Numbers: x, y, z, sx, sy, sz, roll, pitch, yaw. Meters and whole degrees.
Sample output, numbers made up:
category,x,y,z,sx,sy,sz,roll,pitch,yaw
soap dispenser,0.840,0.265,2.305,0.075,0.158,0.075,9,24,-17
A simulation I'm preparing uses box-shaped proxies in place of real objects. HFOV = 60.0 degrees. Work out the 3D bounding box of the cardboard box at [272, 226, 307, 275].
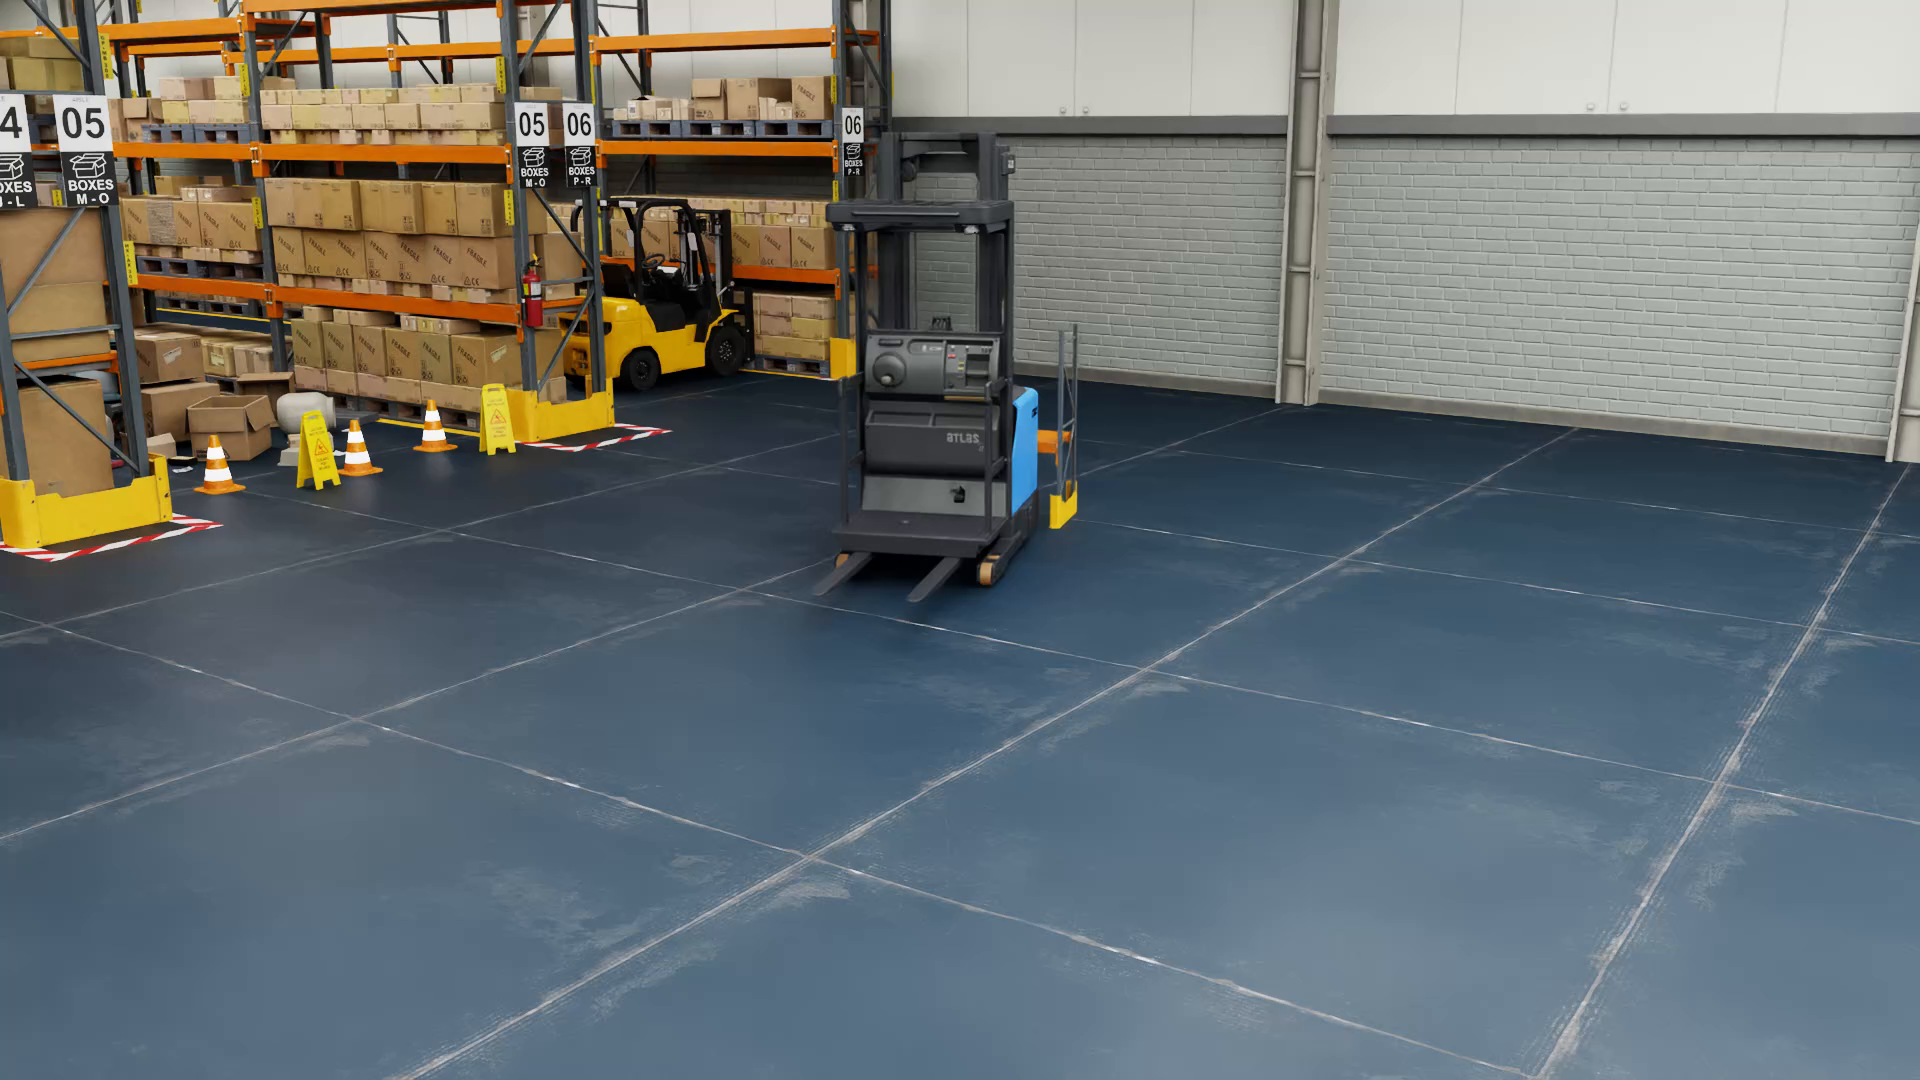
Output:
category,x,y,z,sx,sy,sz,roll,pitch,yaw
cardboard box,-7.032,-3.142,17.947,0.500,0.500,0.500,9,17,33

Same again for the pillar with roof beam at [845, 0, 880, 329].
category,x,y,z,sx,sy,sz,roll,pitch,yaw
pillar with roof beam,-3.633,-5.845,17.206,0.400,9.000,9.100,9,17,33

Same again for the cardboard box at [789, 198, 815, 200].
category,x,y,z,sx,sy,sz,roll,pitch,yaw
cardboard box,-1.937,-4.224,20.966,0.250,0.149,0.380,9,17,33

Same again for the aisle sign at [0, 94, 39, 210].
category,x,y,z,sx,sy,sz,roll,pitch,yaw
aisle sign,-6.710,-2.720,11.657,0.004,0.787,0.394,9,17,33

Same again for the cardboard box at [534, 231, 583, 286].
category,x,y,z,sx,sy,sz,roll,pitch,yaw
cardboard box,-4.161,-2.839,16.723,0.500,0.500,0.500,9,16,32

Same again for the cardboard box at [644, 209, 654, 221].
category,x,y,z,sx,sy,sz,roll,pitch,yaw
cardboard box,-3.909,-4.259,21.726,0.250,0.149,0.380,9,17,33

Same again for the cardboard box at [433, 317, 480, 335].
category,x,y,z,sx,sy,sz,roll,pitch,yaw
cardboard box,-5.075,-2.167,16.772,0.250,0.149,0.380,10,17,34

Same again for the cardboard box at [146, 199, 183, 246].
category,x,y,z,sx,sy,sz,roll,pitch,yaw
cardboard box,-9.025,-3.684,19.261,0.500,0.500,0.500,8,16,31

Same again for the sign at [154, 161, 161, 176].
category,x,y,z,sx,sy,sz,roll,pitch,yaw
sign,-14.106,-6.487,29.218,0.005,0.325,0.100,9,17,33

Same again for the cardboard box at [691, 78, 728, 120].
category,x,y,z,sx,sy,sz,roll,pitch,yaw
cardboard box,-2.917,-5.530,20.883,0.637,0.503,0.797,10,17,35

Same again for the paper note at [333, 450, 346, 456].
category,x,y,z,sx,sy,sz,roll,pitch,yaw
paper note,-5.818,-0.816,15.557,0.142,0.019,0.148,3,14,14

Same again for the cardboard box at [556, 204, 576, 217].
category,x,y,z,sx,sy,sz,roll,pitch,yaw
cardboard box,-5.280,-4.493,22.675,0.250,0.149,0.380,9,17,33

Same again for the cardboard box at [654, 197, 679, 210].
category,x,y,z,sx,sy,sz,roll,pitch,yaw
cardboard box,-3.735,-4.356,21.499,0.250,0.149,0.380,10,17,34

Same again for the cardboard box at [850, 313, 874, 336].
category,x,y,z,sx,sy,sz,roll,pitch,yaw
cardboard box,-1.430,-2.734,20.933,0.500,0.250,0.500,10,17,34

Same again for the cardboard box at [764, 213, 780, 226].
category,x,y,z,sx,sy,sz,roll,pitch,yaw
cardboard box,-2.209,-3.983,20.611,0.250,0.149,0.380,9,17,32

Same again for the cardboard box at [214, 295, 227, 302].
category,x,y,z,sx,sy,sz,roll,pitch,yaw
cardboard box,-12.035,-4.068,27.329,0.258,0.266,0.396,10,17,35

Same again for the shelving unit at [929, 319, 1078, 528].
category,x,y,z,sx,sy,sz,roll,pitch,yaw
shelving unit,0.332,-0.924,12.936,1.083,1.500,0.587,4,15,17

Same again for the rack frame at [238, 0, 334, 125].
category,x,y,z,sx,sy,sz,roll,pitch,yaw
rack frame,-7.242,-5.976,17.737,0.127,3.000,1.000,9,17,33

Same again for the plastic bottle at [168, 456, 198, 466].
category,x,y,z,sx,sy,sz,roll,pitch,yaw
plastic bottle,-7.085,-0.718,15.095,0.283,0.061,0.133,3,14,14

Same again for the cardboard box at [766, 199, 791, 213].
category,x,y,z,sx,sy,sz,roll,pitch,yaw
cardboard box,-2.190,-4.136,20.613,0.250,0.149,0.380,9,17,33

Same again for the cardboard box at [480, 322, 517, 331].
category,x,y,z,sx,sy,sz,roll,pitch,yaw
cardboard box,-4.894,-1.996,17.433,0.500,0.500,0.500,8,16,31

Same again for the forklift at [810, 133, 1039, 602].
category,x,y,z,sx,sy,sz,roll,pitch,yaw
forklift,-0.235,-1.213,11.122,1.130,2.935,3.031,3,14,13

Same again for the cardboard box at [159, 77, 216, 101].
category,x,y,z,sx,sy,sz,roll,pitch,yaw
cardboard box,-8.653,-5.078,18.752,0.500,0.250,0.500,10,17,34

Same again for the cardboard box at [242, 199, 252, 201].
category,x,y,z,sx,sy,sz,roll,pitch,yaw
cardboard box,-8.289,-3.717,19.395,0.500,0.500,0.500,9,17,32

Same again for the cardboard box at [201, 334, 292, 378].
category,x,y,z,sx,sy,sz,roll,pitch,yaw
cardboard box,-8.277,-2.158,19.392,0.625,0.372,0.950,10,17,36

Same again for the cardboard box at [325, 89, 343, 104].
category,x,y,z,sx,sy,sz,roll,pitch,yaw
cardboard box,-6.279,-4.548,17.073,0.250,0.149,0.380,9,16,31

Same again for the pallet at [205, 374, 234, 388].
category,x,y,z,sx,sy,sz,roll,pitch,yaw
pallet,-8.905,-1.978,19.874,1.213,0.211,1.003,9,17,33

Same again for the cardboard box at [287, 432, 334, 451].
category,x,y,z,sx,sy,sz,roll,pitch,yaw
cardboard box,-6.137,-0.917,15.716,0.380,0.149,0.250,-7,15,-25

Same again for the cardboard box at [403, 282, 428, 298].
category,x,y,z,sx,sy,sz,roll,pitch,yaw
cardboard box,-5.453,-2.571,16.988,0.250,0.149,0.380,9,17,32

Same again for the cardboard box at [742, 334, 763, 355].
category,x,y,z,sx,sy,sz,roll,pitch,yaw
cardboard box,-2.539,-2.524,21.127,0.500,0.250,0.500,9,17,33

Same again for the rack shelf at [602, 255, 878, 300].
category,x,y,z,sx,sy,sz,roll,pitch,yaw
rack shelf,-2.815,-3.437,21.461,4.000,0.370,1.077,9,17,33

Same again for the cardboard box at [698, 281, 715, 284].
category,x,y,z,sx,sy,sz,roll,pitch,yaw
cardboard box,-3.530,-3.316,22.245,0.500,0.250,0.500,9,16,32

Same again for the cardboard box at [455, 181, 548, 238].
category,x,y,z,sx,sy,sz,roll,pitch,yaw
cardboard box,-4.468,-3.231,16.224,0.500,0.500,0.700,9,16,31

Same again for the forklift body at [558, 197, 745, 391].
category,x,y,z,sx,sy,sz,roll,pitch,yaw
forklift body,-3.747,-2.996,19.951,1.214,2.155,2.313,9,17,33

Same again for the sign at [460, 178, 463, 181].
category,x,y,z,sx,sy,sz,roll,pitch,yaw
sign,-7.487,-5.264,24.935,0.005,0.325,0.100,9,17,33

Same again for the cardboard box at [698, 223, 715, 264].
category,x,y,z,sx,sy,sz,roll,pitch,yaw
cardboard box,-2.984,-3.785,21.164,0.500,0.500,0.500,9,17,33

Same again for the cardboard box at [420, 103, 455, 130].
category,x,y,z,sx,sy,sz,roll,pitch,yaw
cardboard box,-4.907,-4.140,16.258,0.500,0.250,0.500,9,16,32

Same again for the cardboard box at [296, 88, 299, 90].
category,x,y,z,sx,sy,sz,roll,pitch,yaw
cardboard box,-10.583,-7.003,26.087,0.258,0.266,0.396,9,17,33

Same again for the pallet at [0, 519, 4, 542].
category,x,y,z,sx,sy,sz,roll,pitch,yaw
pallet,-7.309,-0.265,12.955,1.213,0.211,1.003,9,17,33

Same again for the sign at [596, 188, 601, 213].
category,x,y,z,sx,sy,sz,roll,pitch,yaw
sign,-4.769,-4.468,21.886,0.005,0.325,0.100,9,17,33

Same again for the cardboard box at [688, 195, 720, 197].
category,x,y,z,sx,sy,sz,roll,pitch,yaw
cardboard box,-3.386,-4.484,22.016,0.250,0.149,0.380,9,16,32

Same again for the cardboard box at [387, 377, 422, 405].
category,x,y,z,sx,sy,sz,roll,pitch,yaw
cardboard box,-5.606,-1.592,17.358,0.500,0.250,0.500,8,16,31

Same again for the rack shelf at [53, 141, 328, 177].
category,x,y,z,sx,sy,sz,roll,pitch,yaw
rack shelf,-8.901,-4.439,19.268,4.000,0.370,1.077,9,17,33

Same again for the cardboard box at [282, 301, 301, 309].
category,x,y,z,sx,sy,sz,roll,pitch,yaw
cardboard box,-10.390,-3.938,26.318,0.500,0.500,0.500,9,16,32

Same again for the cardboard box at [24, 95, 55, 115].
category,x,y,z,sx,sy,sz,roll,pitch,yaw
cardboard box,-6.707,-3.223,12.301,0.250,0.149,0.380,9,17,33

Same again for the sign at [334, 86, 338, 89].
category,x,y,z,sx,sy,sz,roll,pitch,yaw
sign,-6.945,-4.880,18.477,0.005,0.325,0.100,9,17,33

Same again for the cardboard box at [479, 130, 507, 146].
category,x,y,z,sx,sy,sz,roll,pitch,yaw
cardboard box,-4.375,-3.854,15.929,0.250,0.149,0.380,9,17,33

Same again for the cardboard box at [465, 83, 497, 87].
category,x,y,z,sx,sy,sz,roll,pitch,yaw
cardboard box,-6.484,-6.065,23.050,0.500,0.500,0.500,10,17,34

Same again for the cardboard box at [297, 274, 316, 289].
category,x,y,z,sx,sy,sz,roll,pitch,yaw
cardboard box,-6.921,-2.812,17.964,0.250,0.149,0.380,10,17,34

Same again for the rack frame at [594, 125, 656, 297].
category,x,y,z,sx,sy,sz,roll,pitch,yaw
rack frame,-4.475,-4.054,22.458,0.127,3.000,1.000,9,17,33

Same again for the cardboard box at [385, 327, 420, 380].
category,x,y,z,sx,sy,sz,roll,pitch,yaw
cardboard box,-5.583,-1.954,17.264,0.500,0.500,0.500,9,16,32

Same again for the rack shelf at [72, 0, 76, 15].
category,x,y,z,sx,sy,sz,roll,pitch,yaw
rack shelf,-8.261,-4.164,12.746,4.000,0.370,1.077,9,17,33

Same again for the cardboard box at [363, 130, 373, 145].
category,x,y,z,sx,sy,sz,roll,pitch,yaw
cardboard box,-5.839,-4.100,16.924,0.250,0.149,0.380,9,17,33

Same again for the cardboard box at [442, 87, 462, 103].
category,x,y,z,sx,sy,sz,roll,pitch,yaw
cardboard box,-4.783,-4.308,16.105,0.250,0.149,0.380,9,16,32

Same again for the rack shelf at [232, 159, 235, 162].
category,x,y,z,sx,sy,sz,roll,pitch,yaw
rack shelf,-12.772,-6.502,27.602,4.000,0.370,1.077,9,17,33

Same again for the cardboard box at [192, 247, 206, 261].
category,x,y,z,sx,sy,sz,roll,pitch,yaw
cardboard box,-8.479,-3.260,18.897,0.250,0.149,0.380,9,17,33

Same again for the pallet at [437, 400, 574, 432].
category,x,y,z,sx,sy,sz,roll,pitch,yaw
pallet,-4.640,-1.300,17.136,1.213,0.211,1.003,9,17,33
